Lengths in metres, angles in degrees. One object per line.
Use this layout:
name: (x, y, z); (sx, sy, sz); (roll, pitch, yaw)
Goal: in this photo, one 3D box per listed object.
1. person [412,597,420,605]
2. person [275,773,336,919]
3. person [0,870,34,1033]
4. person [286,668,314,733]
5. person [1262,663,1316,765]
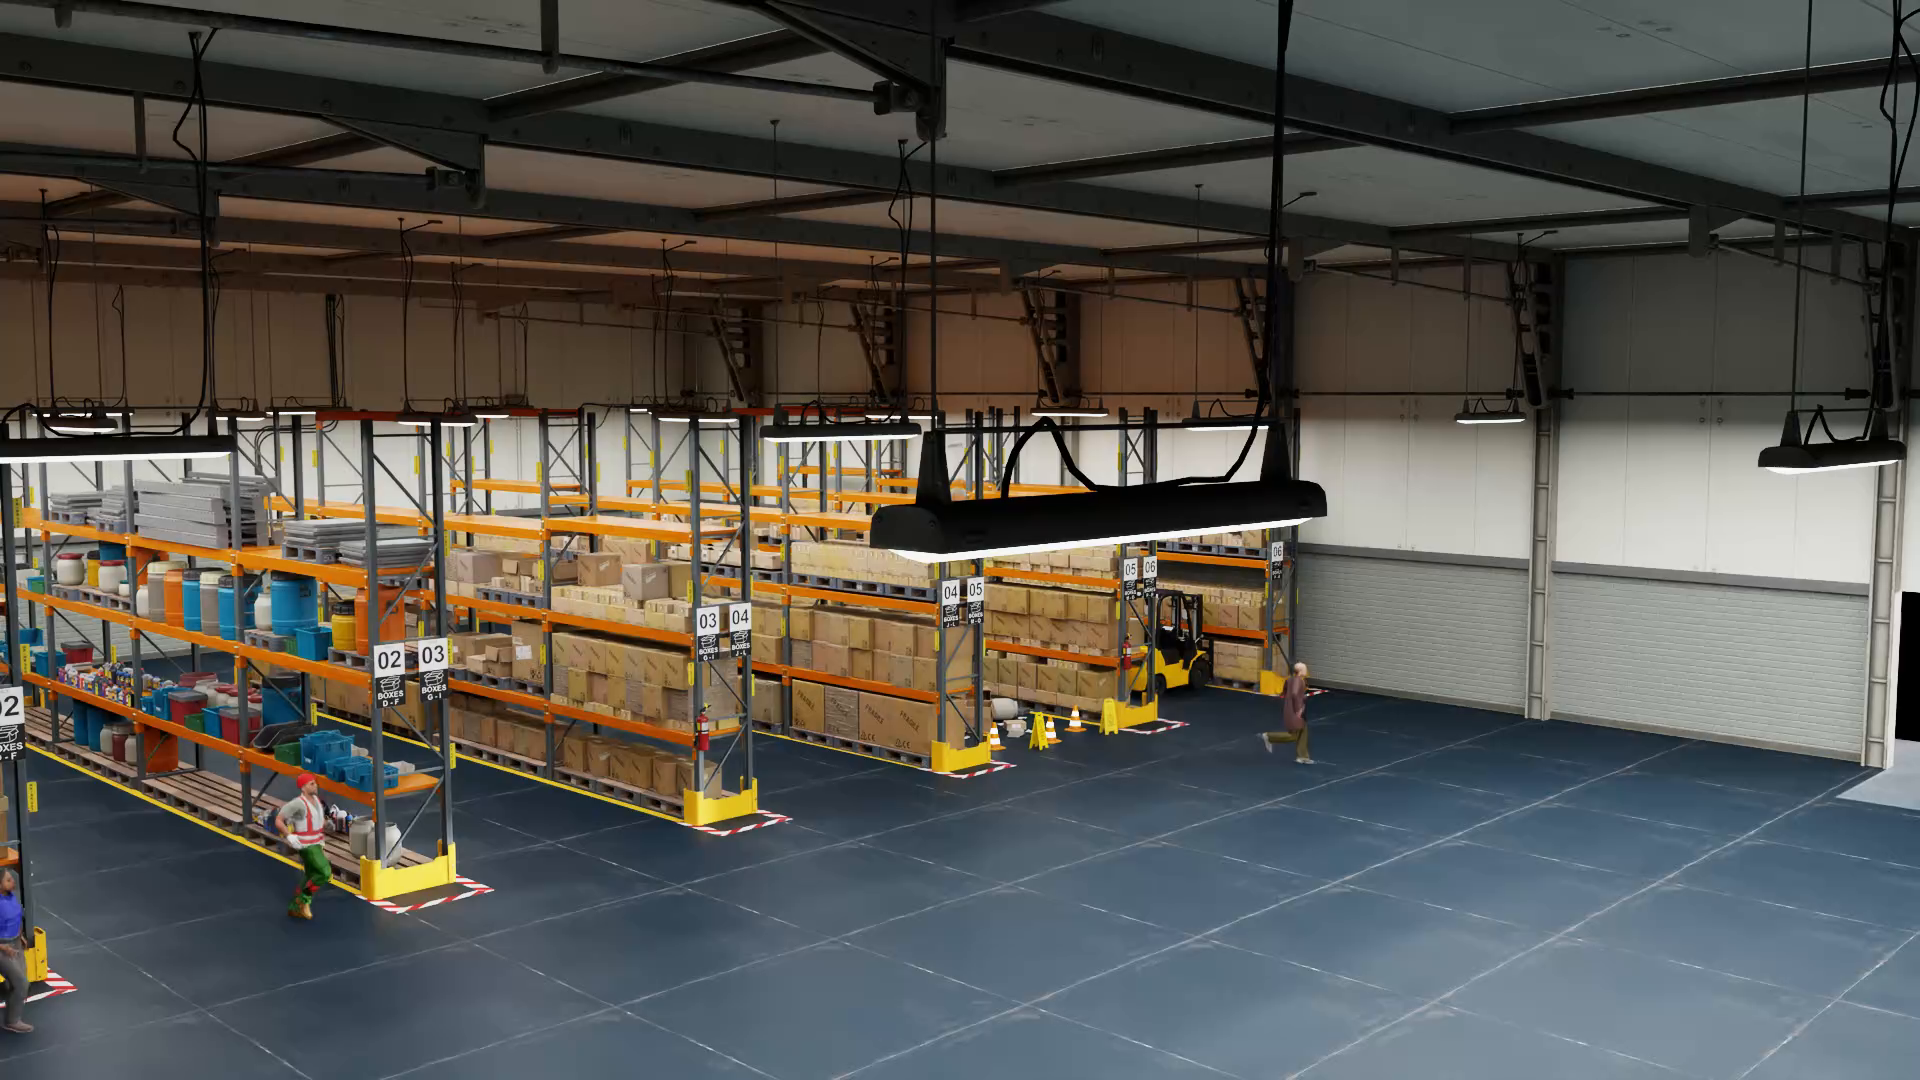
person: (-12.700, 2.100, 38.667); (0.680, 1.624, 0.556); (1, 5, 8)
person: (-7.822, 3.672, 20.038); (0.609, 1.734, 0.674); (0, 5, 2)
person: (-9.525, 4.086, 16.516); (0.597, 1.607, 0.605); (0, 5, -5)
person: (-11.393, 2.925, 28.515); (0.777, 1.824, 0.685); (3, 6, 33)
person: (5.630, 2.972, 28.398); (0.939, 1.760, 0.718); (0, 5, 3)
